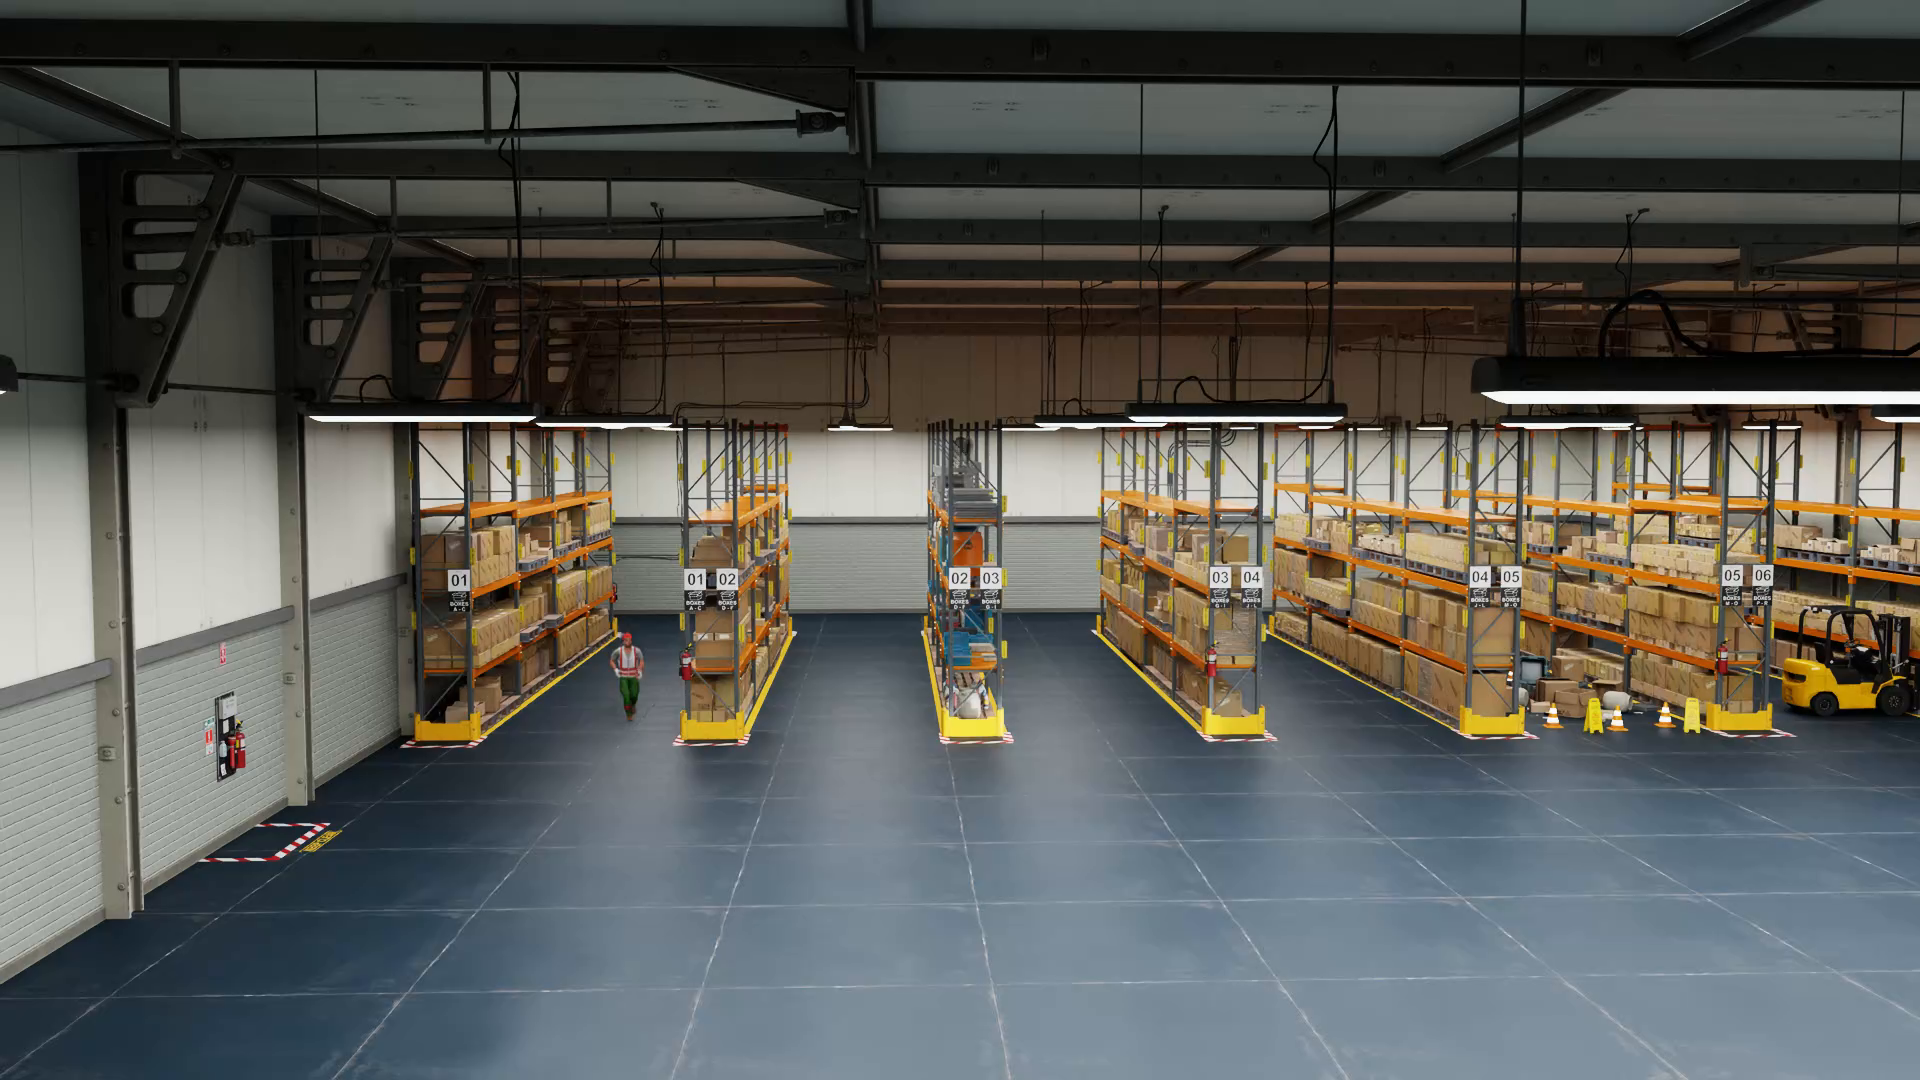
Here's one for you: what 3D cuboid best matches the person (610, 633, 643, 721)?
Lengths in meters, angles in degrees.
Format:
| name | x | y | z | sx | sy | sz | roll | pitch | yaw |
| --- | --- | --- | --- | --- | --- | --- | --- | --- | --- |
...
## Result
| name | x | y | z | sx | sy | sz | roll | pitch | yaw |
| --- | --- | --- | --- | --- | --- | --- | --- | --- | --- |
| person | -6.649 | 2.723 | 33.197 | 0.669 | 1.749 | 0.601 | -1 | 4 | -16 |

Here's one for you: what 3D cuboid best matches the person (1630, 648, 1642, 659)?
| name | x | y | z | sx | sy | sz | roll | pitch | yaw |
| --- | --- | --- | --- | --- | --- | --- | --- | --- | --- |
| person | 16.436 | 2.335 | 40.456 | 0.619 | 1.617 | 0.830 | -1 | 4 | -8 |

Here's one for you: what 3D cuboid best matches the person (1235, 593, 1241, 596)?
| name | x | y | z | sx | sy | sz | roll | pitch | yaw |
| --- | --- | --- | --- | --- | --- | --- | --- | --- | --- |
| person | 7.742 | 1.894 | 46.429 | 0.733 | 1.739 | 0.665 | 0 | 4 | 6 |
